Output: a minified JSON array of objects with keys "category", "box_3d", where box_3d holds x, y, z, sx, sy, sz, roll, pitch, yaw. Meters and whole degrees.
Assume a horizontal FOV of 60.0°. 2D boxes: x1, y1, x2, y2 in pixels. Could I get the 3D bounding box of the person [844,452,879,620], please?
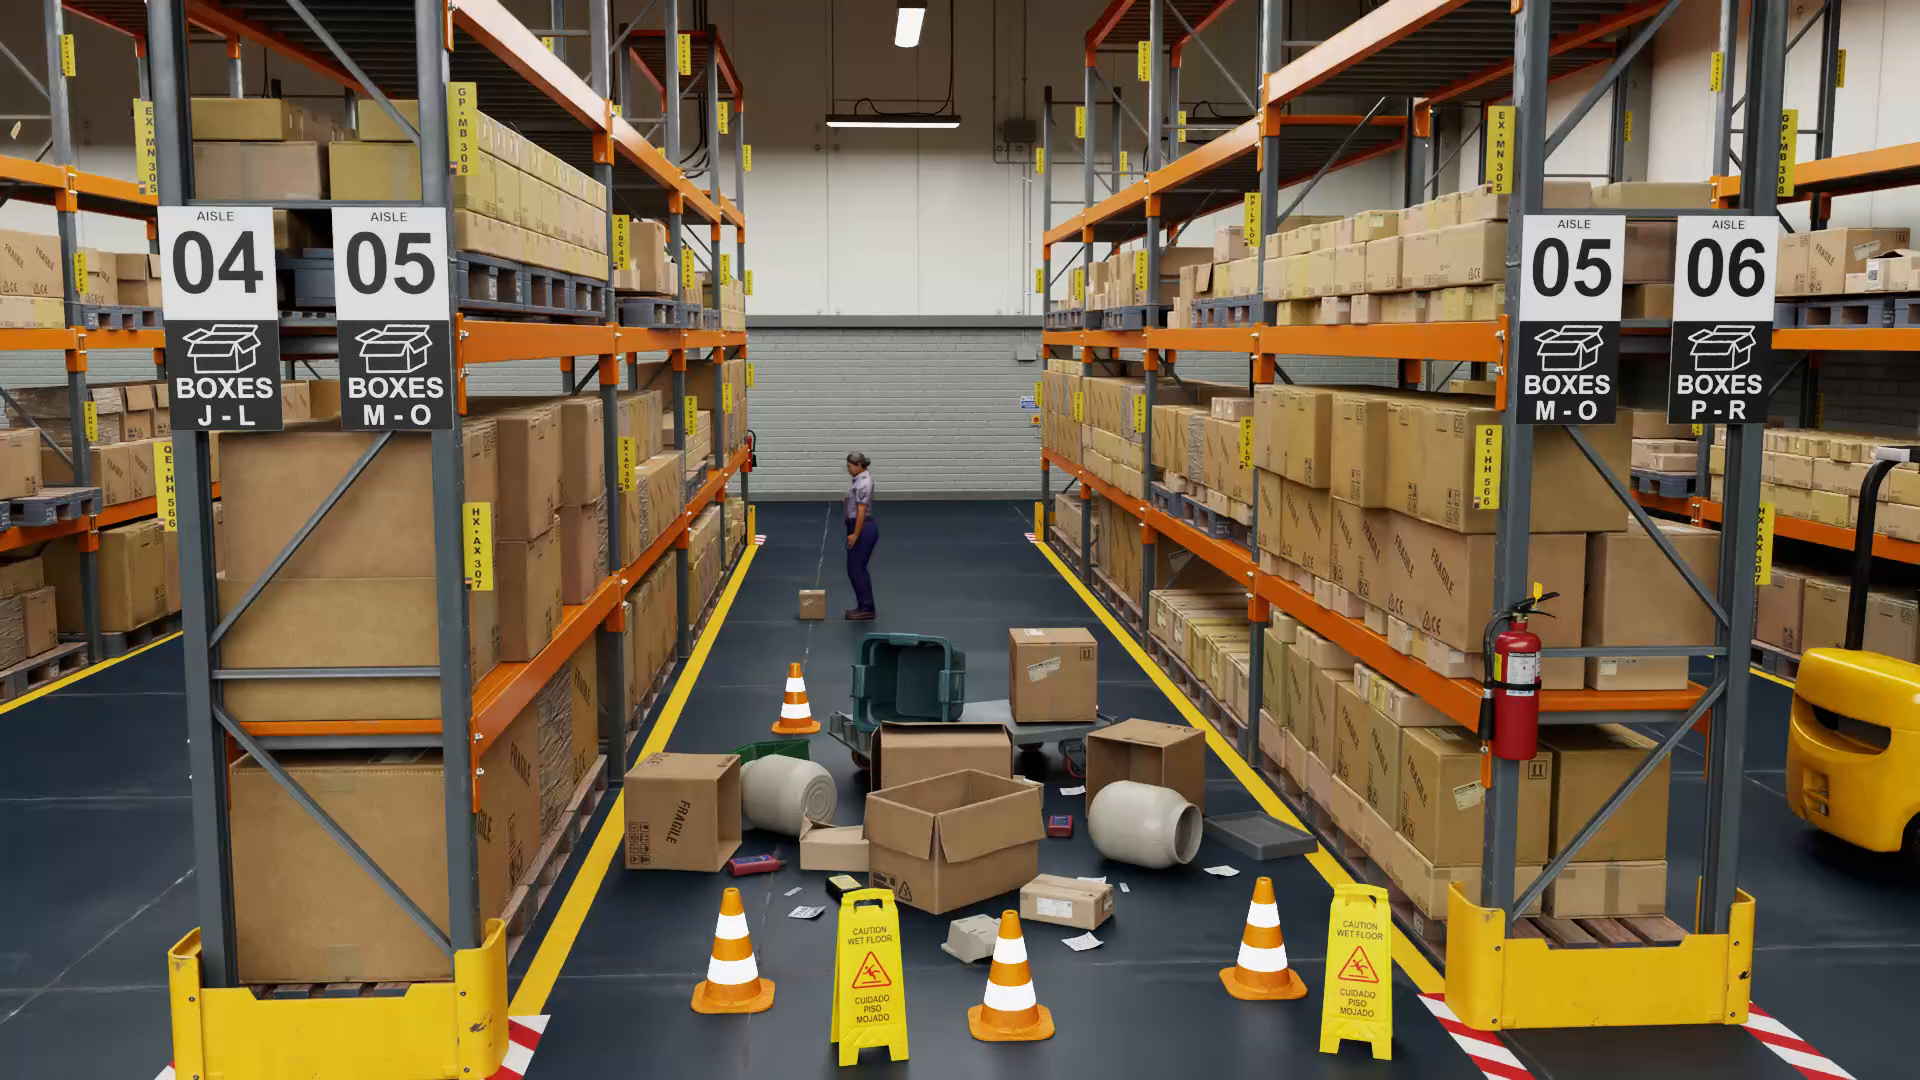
[{"category":"person","box_3d":[-0.967,-0.046,16.289,0.342,1.640,0.477,0,7,-3]}]
